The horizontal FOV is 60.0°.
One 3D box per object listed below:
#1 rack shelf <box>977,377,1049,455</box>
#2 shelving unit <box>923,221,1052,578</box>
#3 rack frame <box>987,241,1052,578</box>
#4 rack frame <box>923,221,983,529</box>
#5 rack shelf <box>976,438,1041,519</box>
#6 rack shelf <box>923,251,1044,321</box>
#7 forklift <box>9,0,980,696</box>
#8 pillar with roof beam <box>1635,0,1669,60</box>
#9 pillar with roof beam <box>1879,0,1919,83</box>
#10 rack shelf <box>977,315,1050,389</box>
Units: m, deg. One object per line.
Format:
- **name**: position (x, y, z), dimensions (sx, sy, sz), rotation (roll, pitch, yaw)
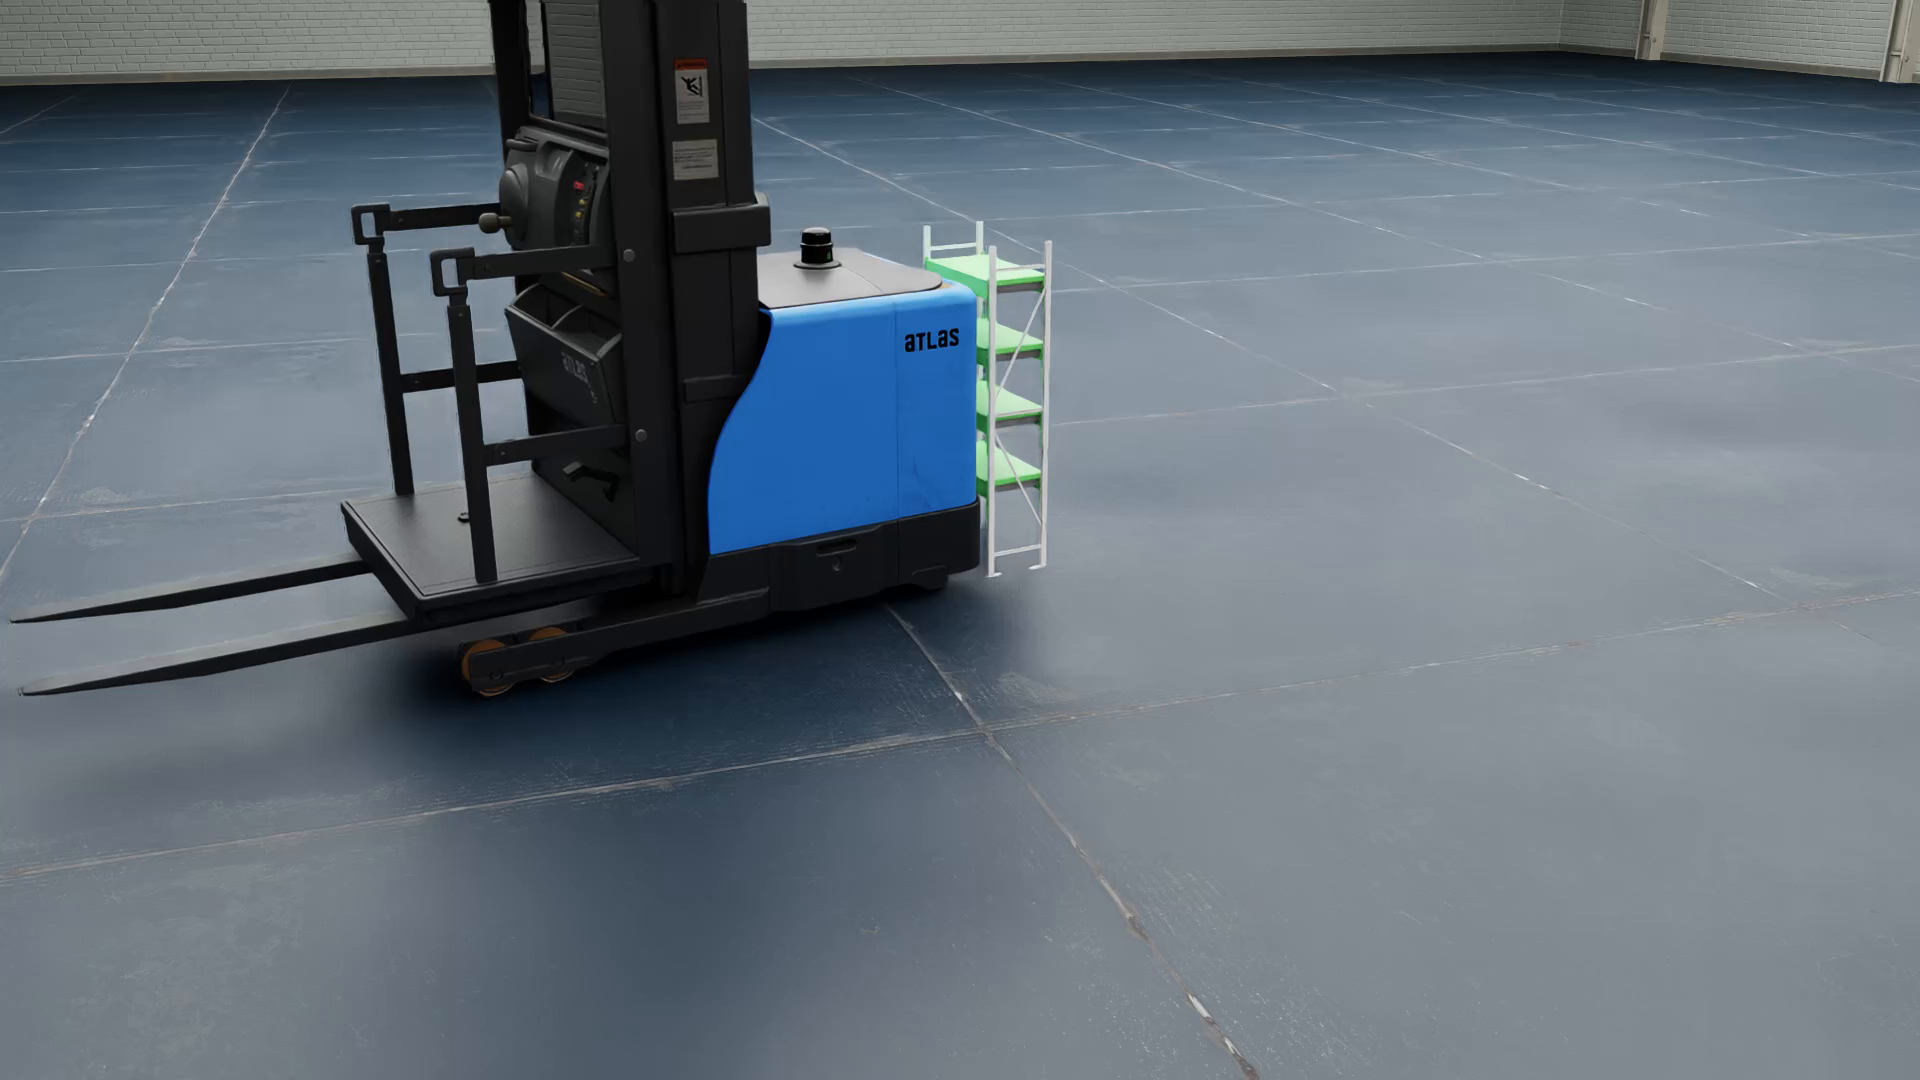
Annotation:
- **rack shelf**: position (0.092, -0.461, 6.114), dimensions (0.258, 0.148, 0.480), rotation (-10, 22, -26)
- **shelving unit**: position (0.092, -0.521, 6.092), dimensions (0.258, 1.200, 0.503), rotation (-10, 22, -26)
- **rack frame**: position (0.207, -0.448, 5.890), dimensions (0.240, 1.200, 0.015), rotation (-10, 22, -26)
- **rack frame**: position (-0.024, -0.594, 6.294), dimensions (0.240, 1.200, 0.015), rotation (-10, 22, -26)
- **rack shelf**: position (0.092, -0.235, 6.195), dimensions (0.258, 0.148, 0.480), rotation (-10, 22, -26)
- **rack shelf**: position (0.092, -0.913, 5.951), dimensions (0.258, 0.148, 0.480), rotation (-10, 22, -26)
- **forklift**: position (-1.455, -1.106, 5.160), dimensions (3.031, 2.935, 1.130), rotation (-12, 23, -29)
- **pillar with roof beam**: position (9.507, -13.279, 30.074), dimensions (9.100, 9.000, 0.400), rotation (-6, 21, -17)
- **pillar with roof beam**: position (11.392, -11.354, 24.714), dimensions (9.100, 9.000, 0.400), rotation (-6, 21, -17)
- **rack shelf**: position (0.092, -0.687, 6.033), dimensions (0.258, 0.148, 0.480), rotation (-10, 22, -26)
